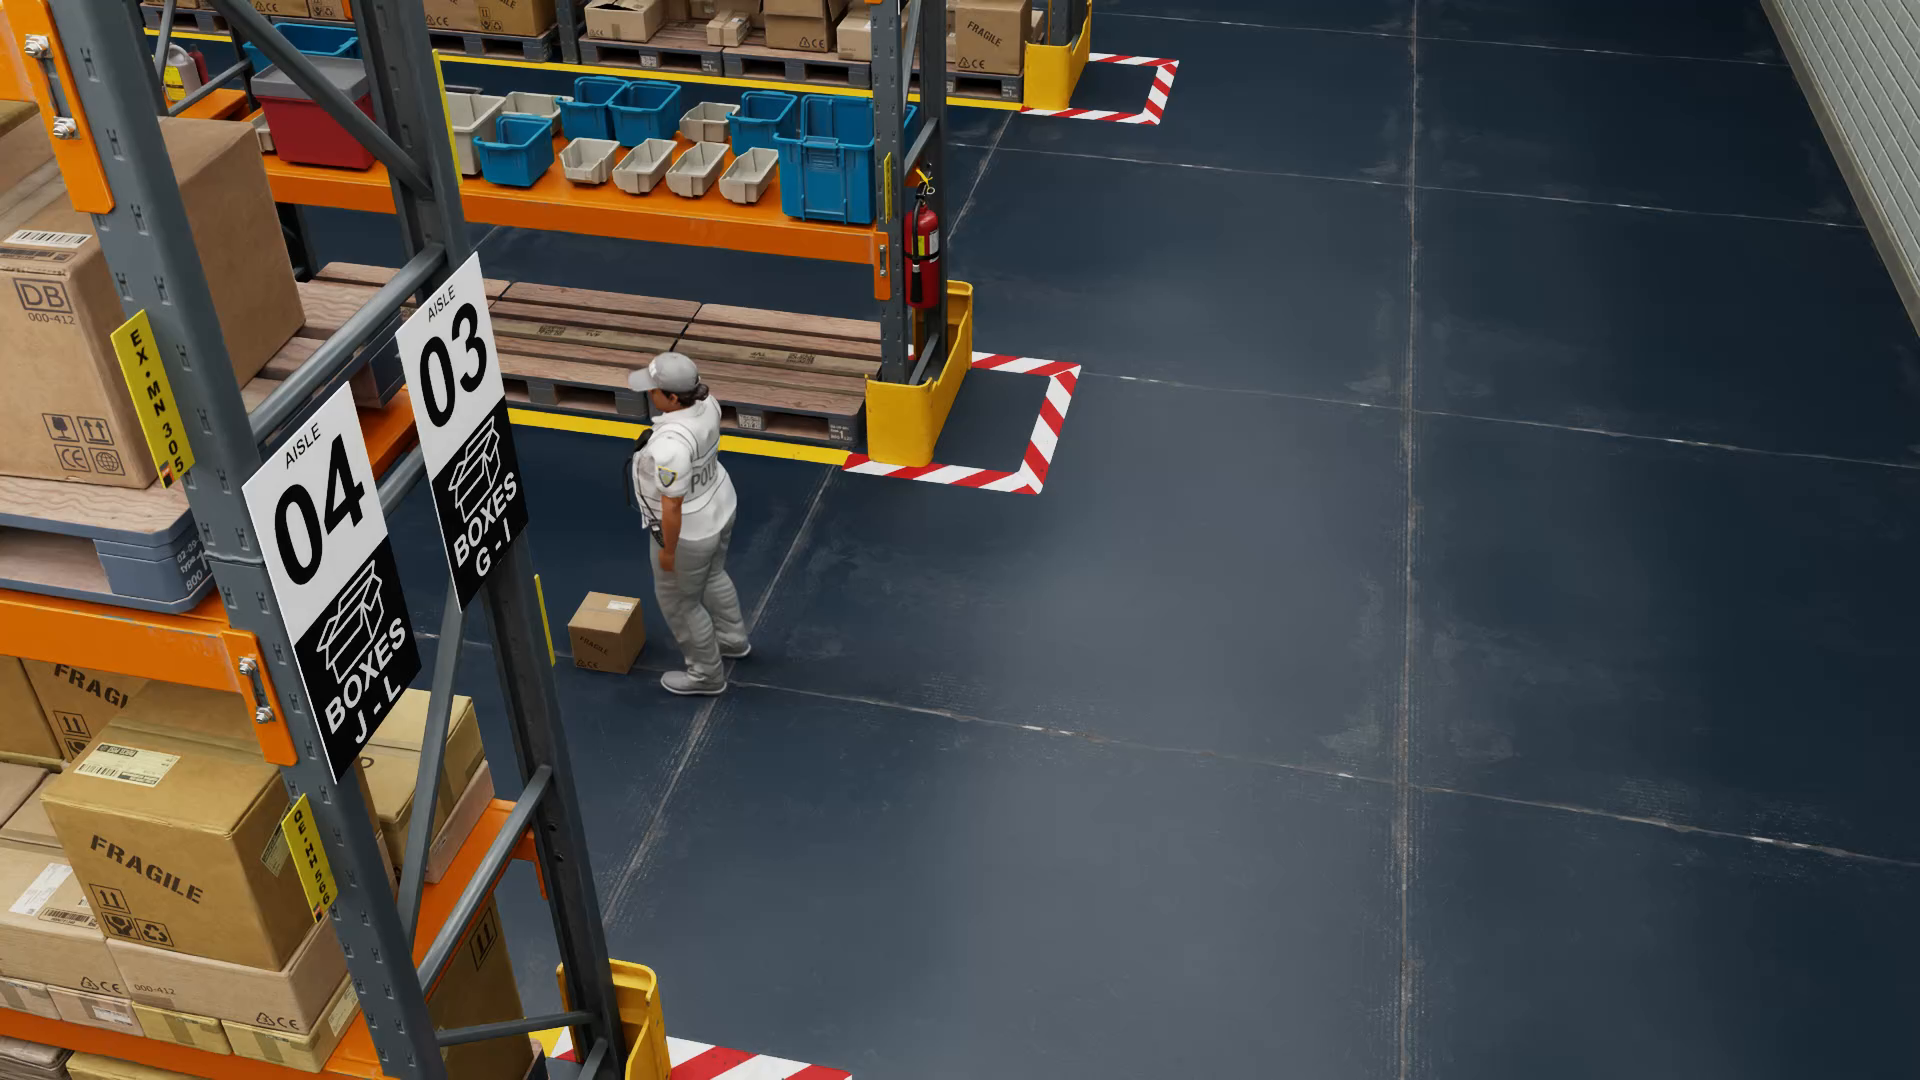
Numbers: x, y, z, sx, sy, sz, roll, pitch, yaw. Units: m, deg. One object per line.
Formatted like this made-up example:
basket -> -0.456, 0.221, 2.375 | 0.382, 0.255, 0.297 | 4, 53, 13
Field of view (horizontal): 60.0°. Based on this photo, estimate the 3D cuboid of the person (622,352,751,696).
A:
person -> -1.161, -0.064, 7.058 | 0.390, 1.665, 0.467 | 8, 38, 11
